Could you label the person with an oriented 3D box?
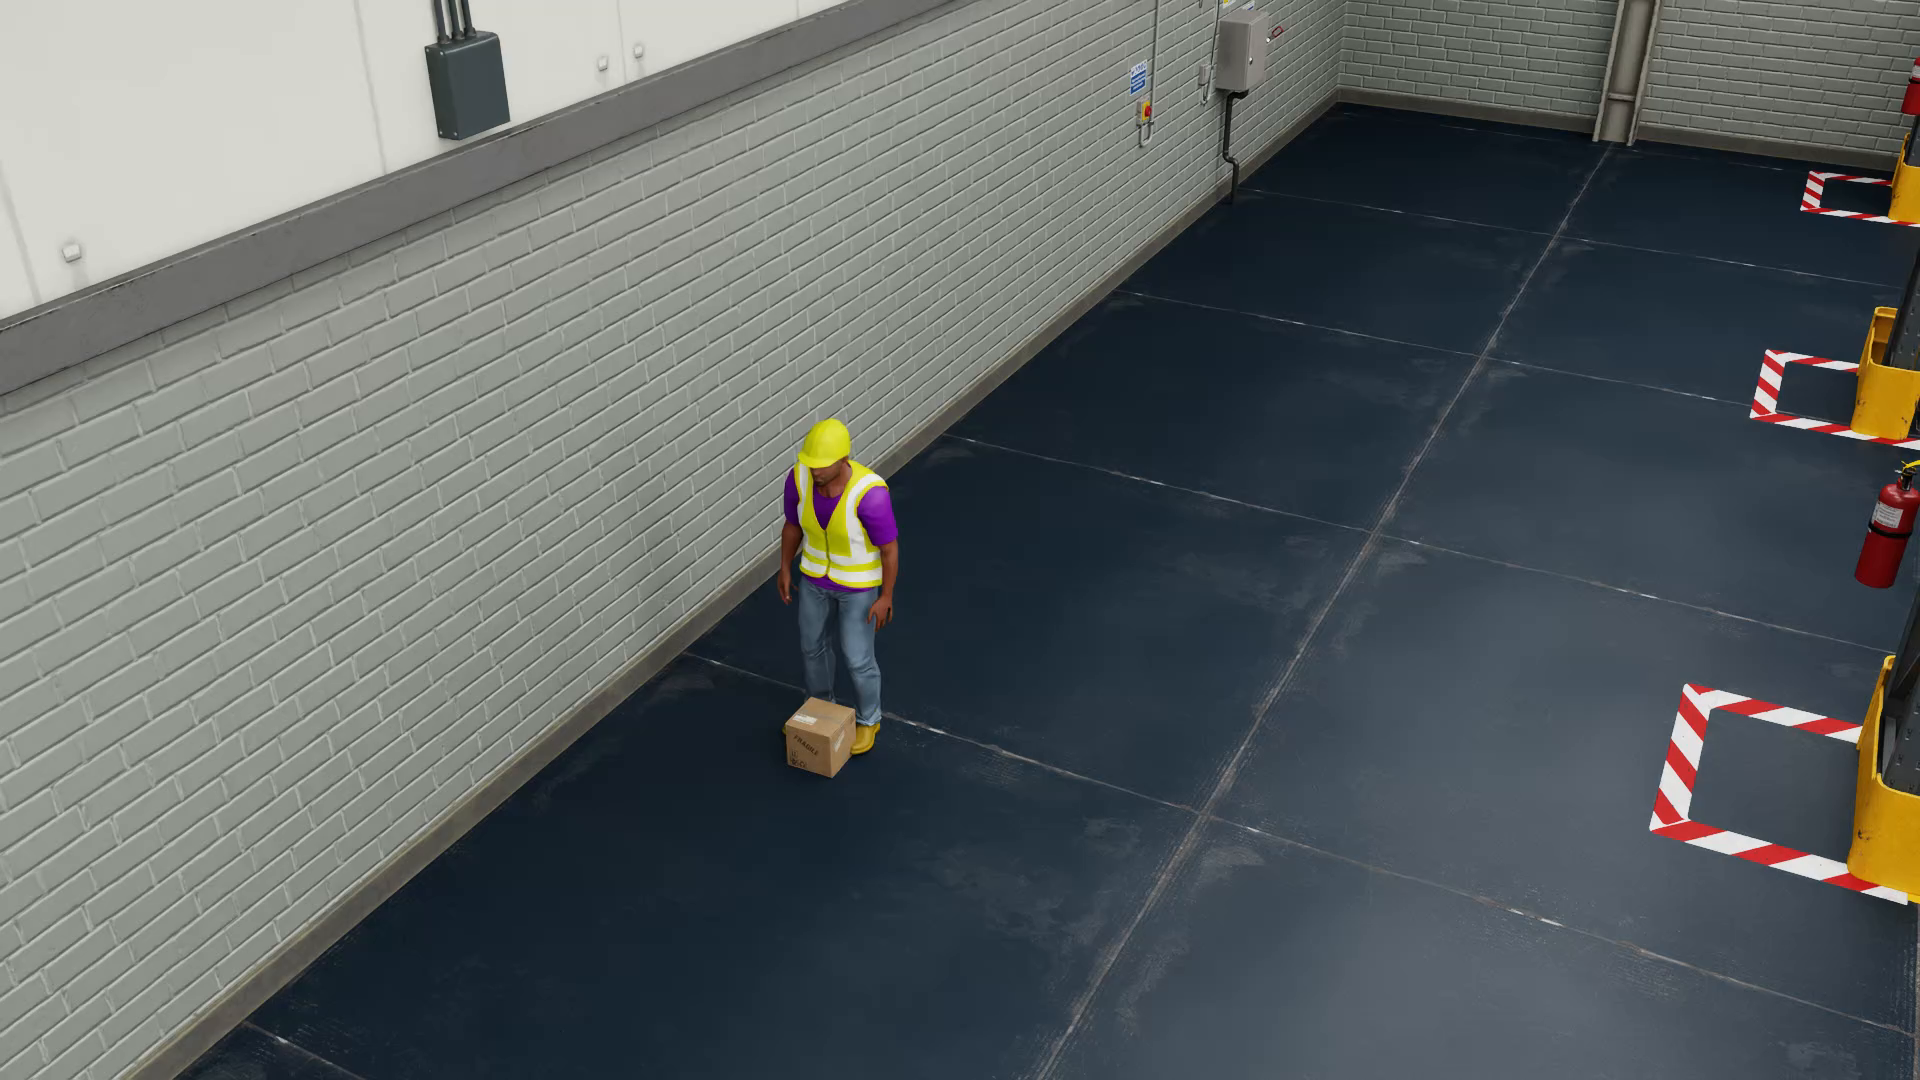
[{"bbox_3d":[-0.587,0.204,7.919,0.627,1.760,0.456,15,33,24],"label":"person"}]
